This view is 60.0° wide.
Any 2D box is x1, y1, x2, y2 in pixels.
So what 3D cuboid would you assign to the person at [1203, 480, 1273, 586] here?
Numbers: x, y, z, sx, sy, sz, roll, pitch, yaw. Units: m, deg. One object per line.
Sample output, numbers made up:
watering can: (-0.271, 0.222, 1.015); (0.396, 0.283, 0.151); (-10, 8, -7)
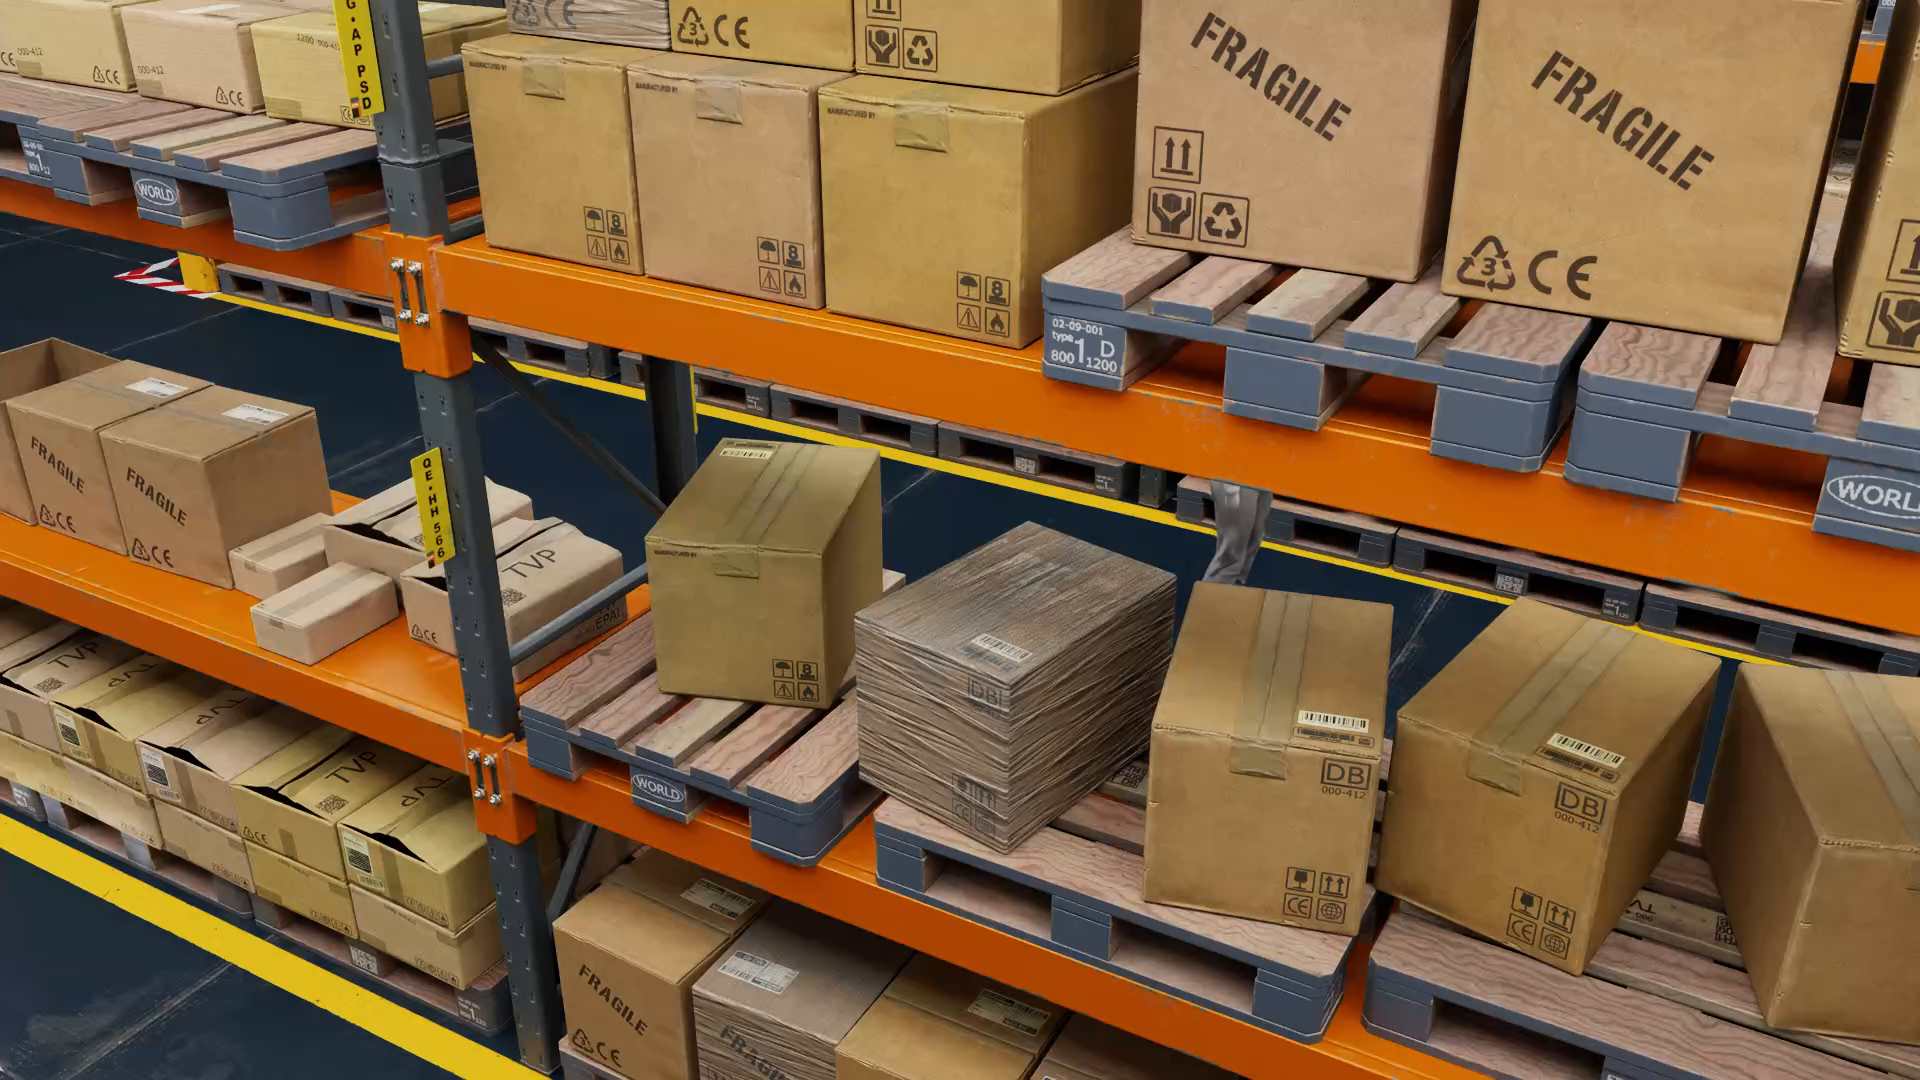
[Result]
person: (1.324, -0.296, 7.691); (0.343, 1.684, 0.468); (15, 30, 27)
